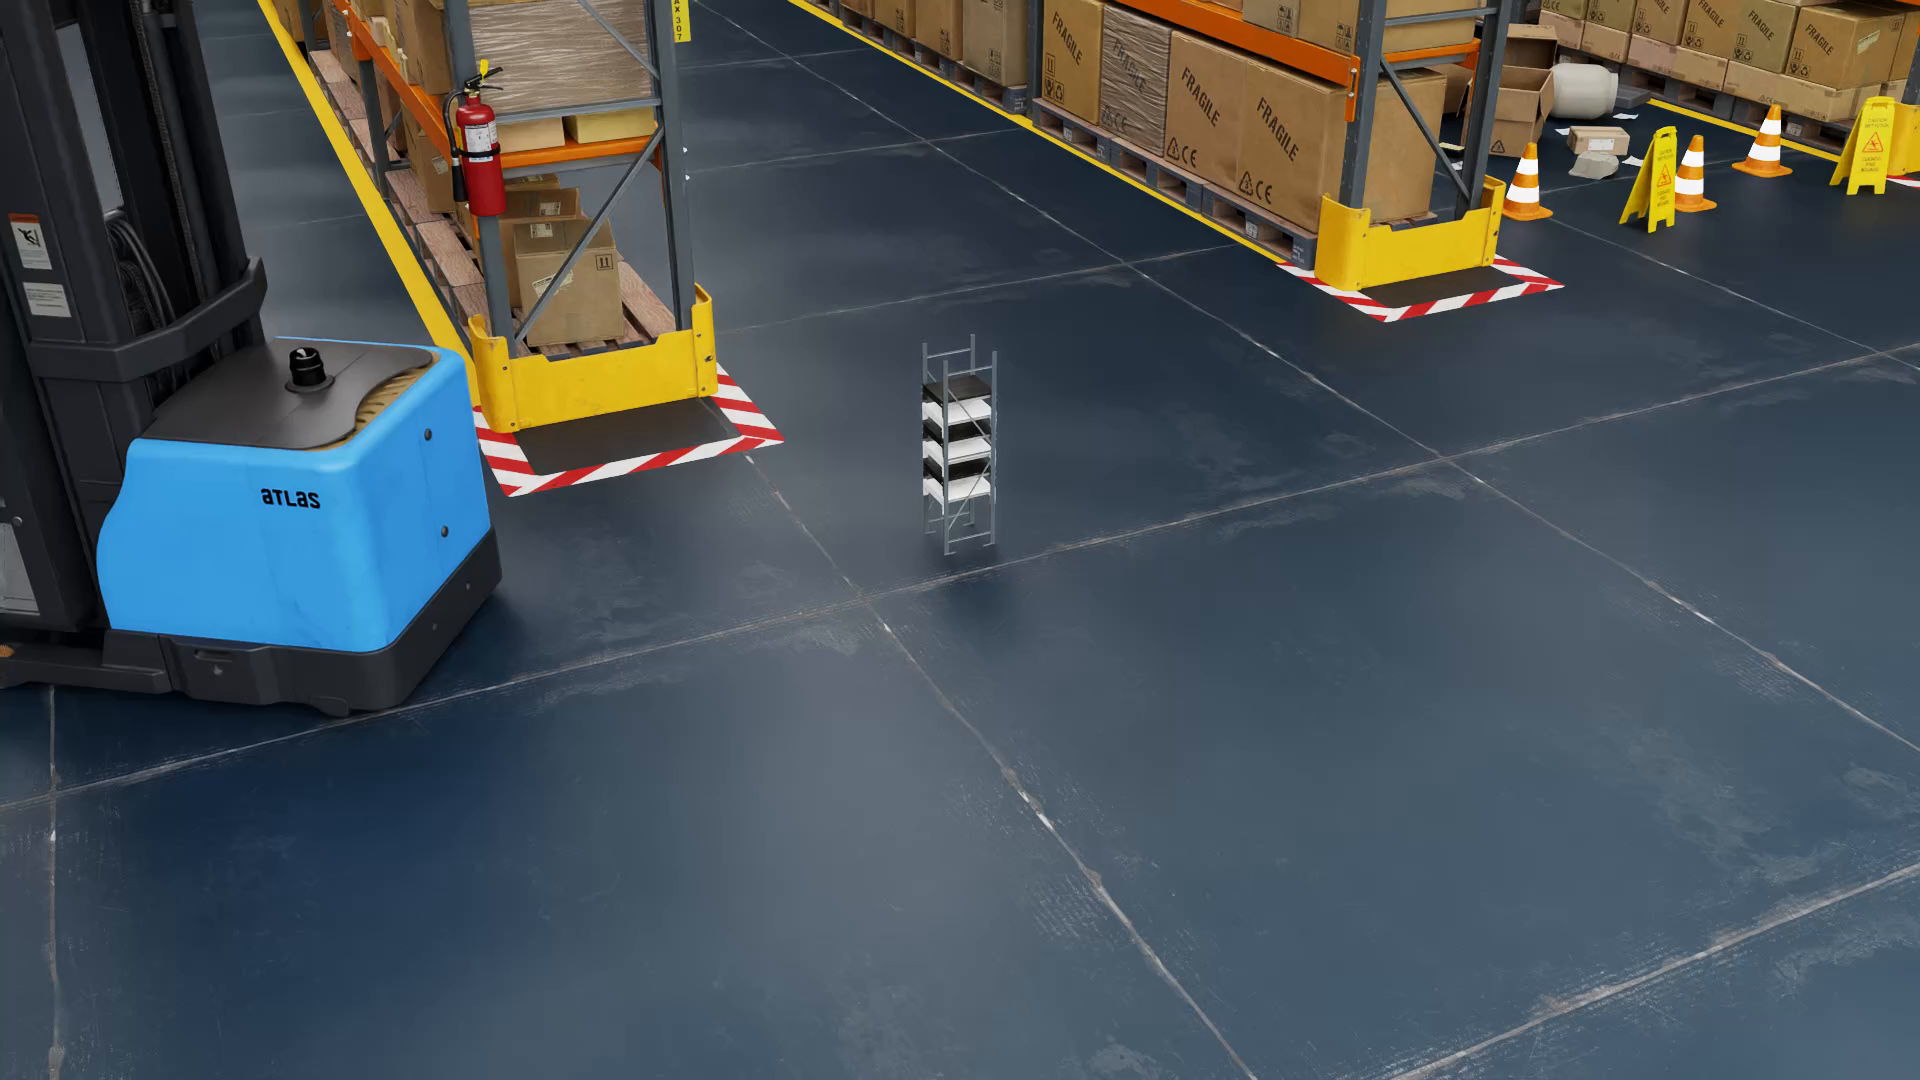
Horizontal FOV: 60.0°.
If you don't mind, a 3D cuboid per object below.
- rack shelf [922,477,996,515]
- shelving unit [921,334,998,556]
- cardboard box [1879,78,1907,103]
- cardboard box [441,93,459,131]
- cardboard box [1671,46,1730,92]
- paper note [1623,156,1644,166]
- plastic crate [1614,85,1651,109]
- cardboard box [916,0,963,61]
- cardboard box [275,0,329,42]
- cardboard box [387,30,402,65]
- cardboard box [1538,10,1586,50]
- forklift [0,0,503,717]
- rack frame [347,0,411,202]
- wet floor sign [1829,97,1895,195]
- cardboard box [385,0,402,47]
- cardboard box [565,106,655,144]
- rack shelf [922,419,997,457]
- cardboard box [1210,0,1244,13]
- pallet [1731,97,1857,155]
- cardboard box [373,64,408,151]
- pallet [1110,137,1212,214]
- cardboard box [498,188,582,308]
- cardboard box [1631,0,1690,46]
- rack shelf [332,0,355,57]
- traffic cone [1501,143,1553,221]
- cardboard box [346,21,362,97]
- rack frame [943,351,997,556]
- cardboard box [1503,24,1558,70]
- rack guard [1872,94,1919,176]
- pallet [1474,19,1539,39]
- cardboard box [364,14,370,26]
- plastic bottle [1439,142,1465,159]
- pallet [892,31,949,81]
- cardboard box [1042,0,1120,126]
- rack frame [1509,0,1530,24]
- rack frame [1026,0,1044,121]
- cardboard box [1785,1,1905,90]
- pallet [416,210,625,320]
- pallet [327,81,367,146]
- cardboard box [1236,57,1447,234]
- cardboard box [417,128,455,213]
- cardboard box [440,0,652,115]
[{"bbox_3d":[-0.003,-0.210,7.141,0.258,0.077,0.200,-13,32,-22],"label":"rack shelf"},{"bbox_3d":[-0.003,-0.396,7.036,0.258,0.900,0.210,-13,32,-22],"label":"shelving unit"},{"bbox_3d":[7.052,-3.467,12.748,0.500,0.250,0.500,-13,32,-22],"label":"cardboard box"},{"bbox_3d":[-2.371,-2.171,8.312,0.380,0.149,0.250,-13,32,-22],"label":"cardboard box"},{"bbox_3d":[6.114,-3.814,13.366,0.500,0.250,0.500,-14,32,-24],"label":"cardboard box"},{"bbox_3d":[4.945,-2.773,12.165,0.142,0.019,0.148,26,38,38],"label":"paper note"},{"bbox_3d":[5.365,-3.697,13.760,0.583,0.080,0.402,26,38,38],"label":"plastic crate"},{"bbox_3d":[0.246,-4.636,14.321,1.050,0.750,0.750,-13,32,-22],"label":"cardboard box"},{"bbox_3d":[-5.513,-5.087,14.999,1.225,0.875,0.875,-15,32,-24],"label":"cardboard box"},{"bbox_3d":[-3.042,-2.827,9.482,0.380,0.149,0.250,-13,32,-22],"label":"cardboard box"},{"bbox_3d":[5.441,-4.502,14.594,0.500,0.250,0.500,-15,32,-24],"label":"cardboard box"},{"bbox_3d":[-3.442,-0.968,5.979,3.031,2.935,1.130,5,30,8],"label":"forklift"},{"bbox_3d":[-3.519,-3.755,10.879,1.000,3.000,0.127,-13,32,-22],"label":"rack frame"},{"bbox_3d":[6.264,-2.733,11.465,0.267,0.644,0.232,-3,29,-5],"label":"wet floor sign"},{"bbox_3d":[-2.716,-3.059,9.232,0.875,0.500,0.500,-13,32,-22],"label":"cardboard box"},{"bbox_3d":[-1.709,-2.054,8.104,0.380,0.149,0.250,-13,32,-22],"label":"cardboard box"},{"bbox_3d":[-0.003,-0.446,7.009,0.258,0.077,0.200,-13,32,-22],"label":"rack shelf"},{"bbox_3d":[2.138,-3.717,10.658,0.875,0.550,0.550,-13,32,-22],"label":"cardboard box"},{"bbox_3d":[6.799,-3.252,12.834,1.003,0.211,1.213,-13,32,-22],"label":"pallet"},{"bbox_3d":[-3.763,-3.132,11.875,0.700,0.500,0.500,-16,33,-26],"label":"cardboard box"},{"bbox_3d":[1.788,-2.643,11.748,1.003,0.211,1.213,-13,32,-22],"label":"pallet"},{"bbox_3d":[-2.342,-1.617,9.193,0.500,0.500,0.500,-5,30,-9],"label":"cardboard box"},{"bbox_3d":[5.902,-4.366,13.584,0.500,0.500,0.500,-11,31,-19],"label":"cardboard box"},{"bbox_3d":[-4.377,-4.325,12.631,1.077,0.370,4.000,-13,32,-22],"label":"rack shelf"},{"bbox_3d":[3.776,-2.411,11.076,0.336,0.463,0.334,-13,32,-22],"label":"traffic cone"},{"bbox_3d":[-4.431,-3.840,13.138,0.700,0.500,0.500,-10,31,-18],"label":"cardboard box"},{"bbox_3d":[0.040,-0.351,6.956,0.240,0.900,0.006,-13,32,-22],"label":"rack frame"},{"bbox_3d":[4.663,-3.987,13.847,0.500,0.500,0.500,7,30,13],"label":"cardboard box"},{"bbox_3d":[7.116,-3.012,12.110,1.175,0.500,0.348,-13,32,-22],"label":"rack guard"},{"bbox_3d":[5.096,-4.963,15.885,1.003,0.211,1.213,-13,32,-22],"label":"pallet"},{"bbox_3d":[-3.470,-3.269,10.270,0.380,0.149,0.250,-13,32,-22],"label":"cardboard box"},{"bbox_3d":[3.615,-2.904,12.367,0.283,0.061,0.133,26,38,38],"label":"plastic bottle"},{"bbox_3d":[0.077,-4.400,14.881,1.003,0.211,1.213,-13,32,-22],"label":"pallet"},{"bbox_3d":[1.211,-3.716,12.552,0.875,0.875,0.875,-13,32,-21],"label":"cardboard box"},{"bbox_3d":[5.432,-5.836,14.590,1.000,3.000,0.127,-13,32,-22],"label":"rack frame"},{"bbox_3d":[1.004,-4.752,12.657,1.000,3.000,0.127,-13,32,-22],"label":"rack frame"},{"bbox_3d":[6.569,-3.679,12.359,0.500,0.500,0.500,-13,32,-22],"label":"cardboard box"},{"bbox_3d":[-2.671,-1.710,10.083,1.003,0.211,1.213,-13,32,-22],"label":"pallet"},{"bbox_3d":[-4.382,-3.422,13.137,1.003,0.211,1.213,-13,32,-22],"label":"pallet"},{"bbox_3d":[2.371,-2.527,10.432,0.875,0.875,0.875,-13,32,-22],"label":"cardboard box"},{"bbox_3d":[-3.130,-2.411,10.610,0.500,0.500,0.500,-3,29,-6],"label":"cardboard box"},{"bbox_3d":[-2.013,-2.410,8.075,0.875,0.500,0.500,-13,32,-22],"label":"cardboard box"}]
